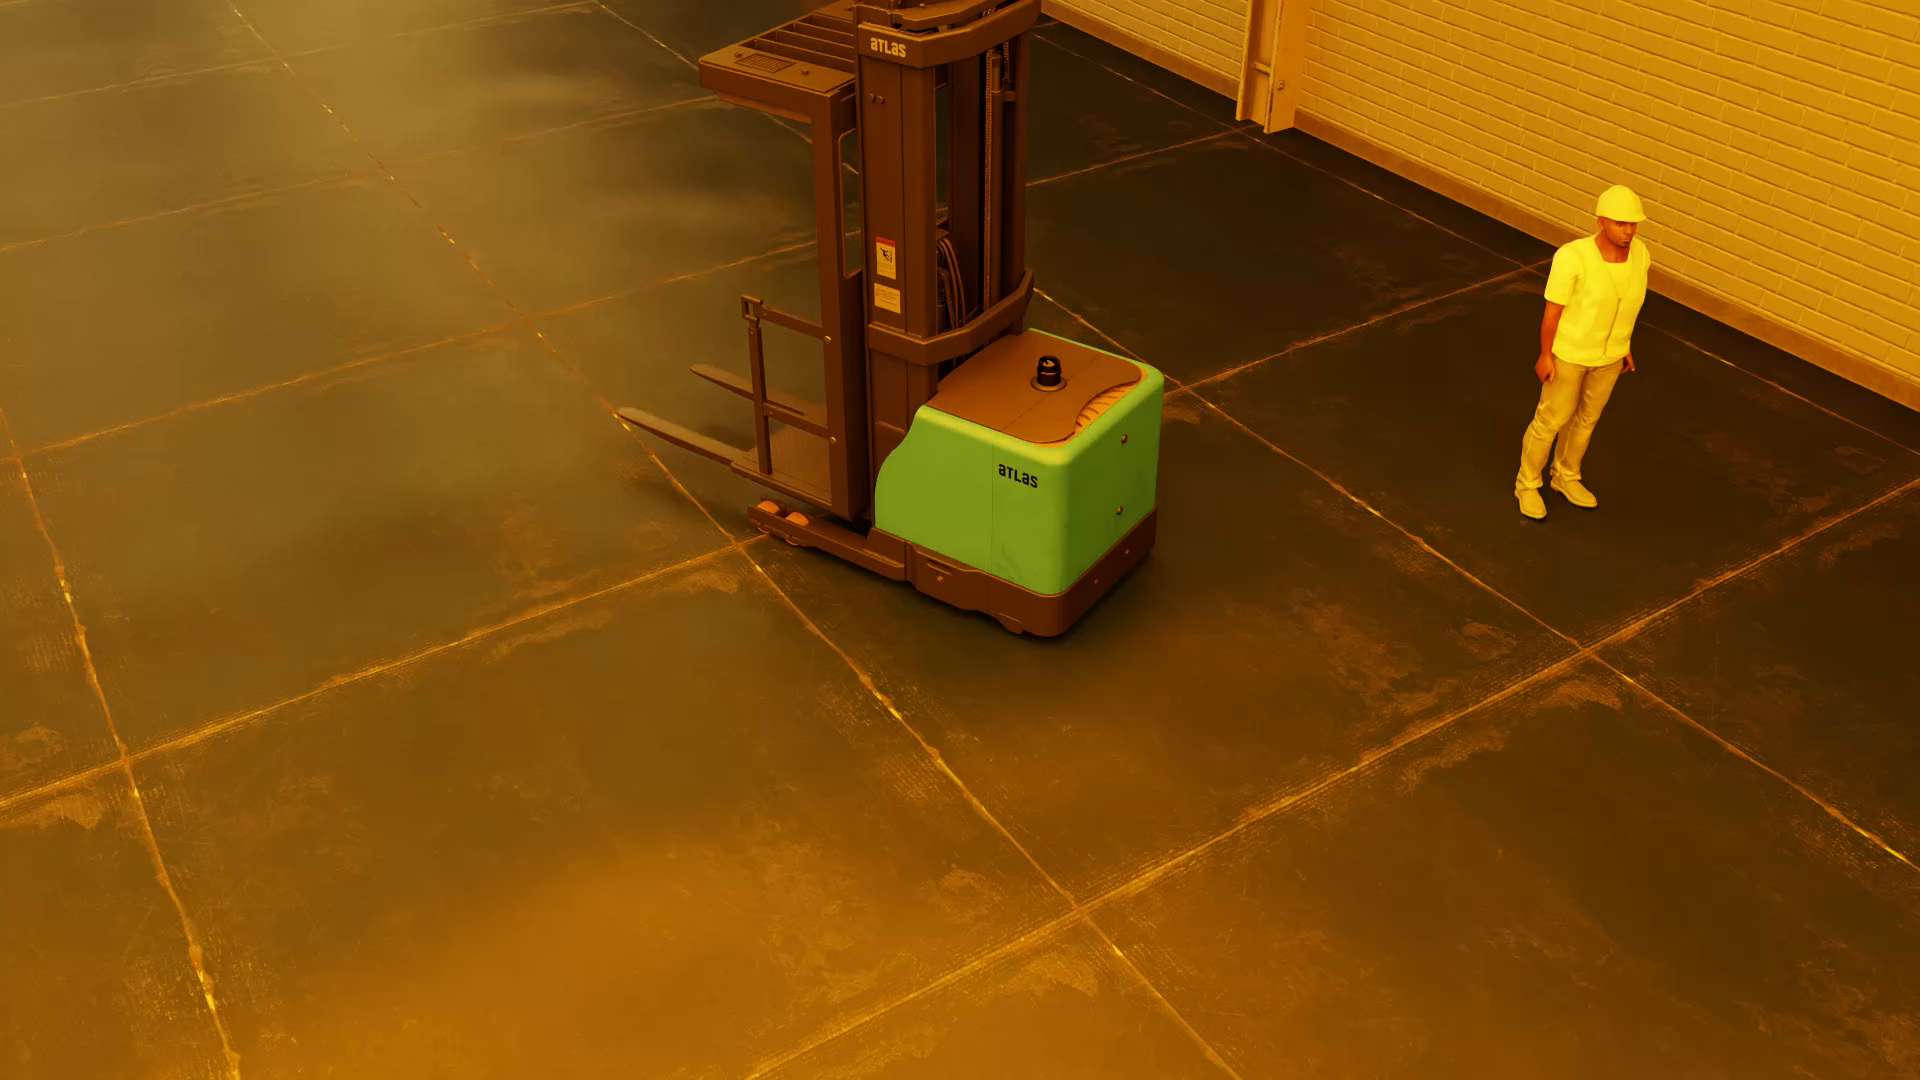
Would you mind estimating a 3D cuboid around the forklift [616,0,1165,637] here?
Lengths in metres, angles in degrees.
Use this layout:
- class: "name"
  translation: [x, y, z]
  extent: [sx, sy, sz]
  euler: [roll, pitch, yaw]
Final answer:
- class: "forklift"
  translation: [-0.500, -1.399, 8.138]
  extent: [3.031, 2.935, 1.130]
  euler: [22, 41, 28]

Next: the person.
- class: "person"
  translation: [3.225, -0.956, 8.522]
  extent: [0.556, 1.770, 0.389]
  euler: [-10, 36, -14]
